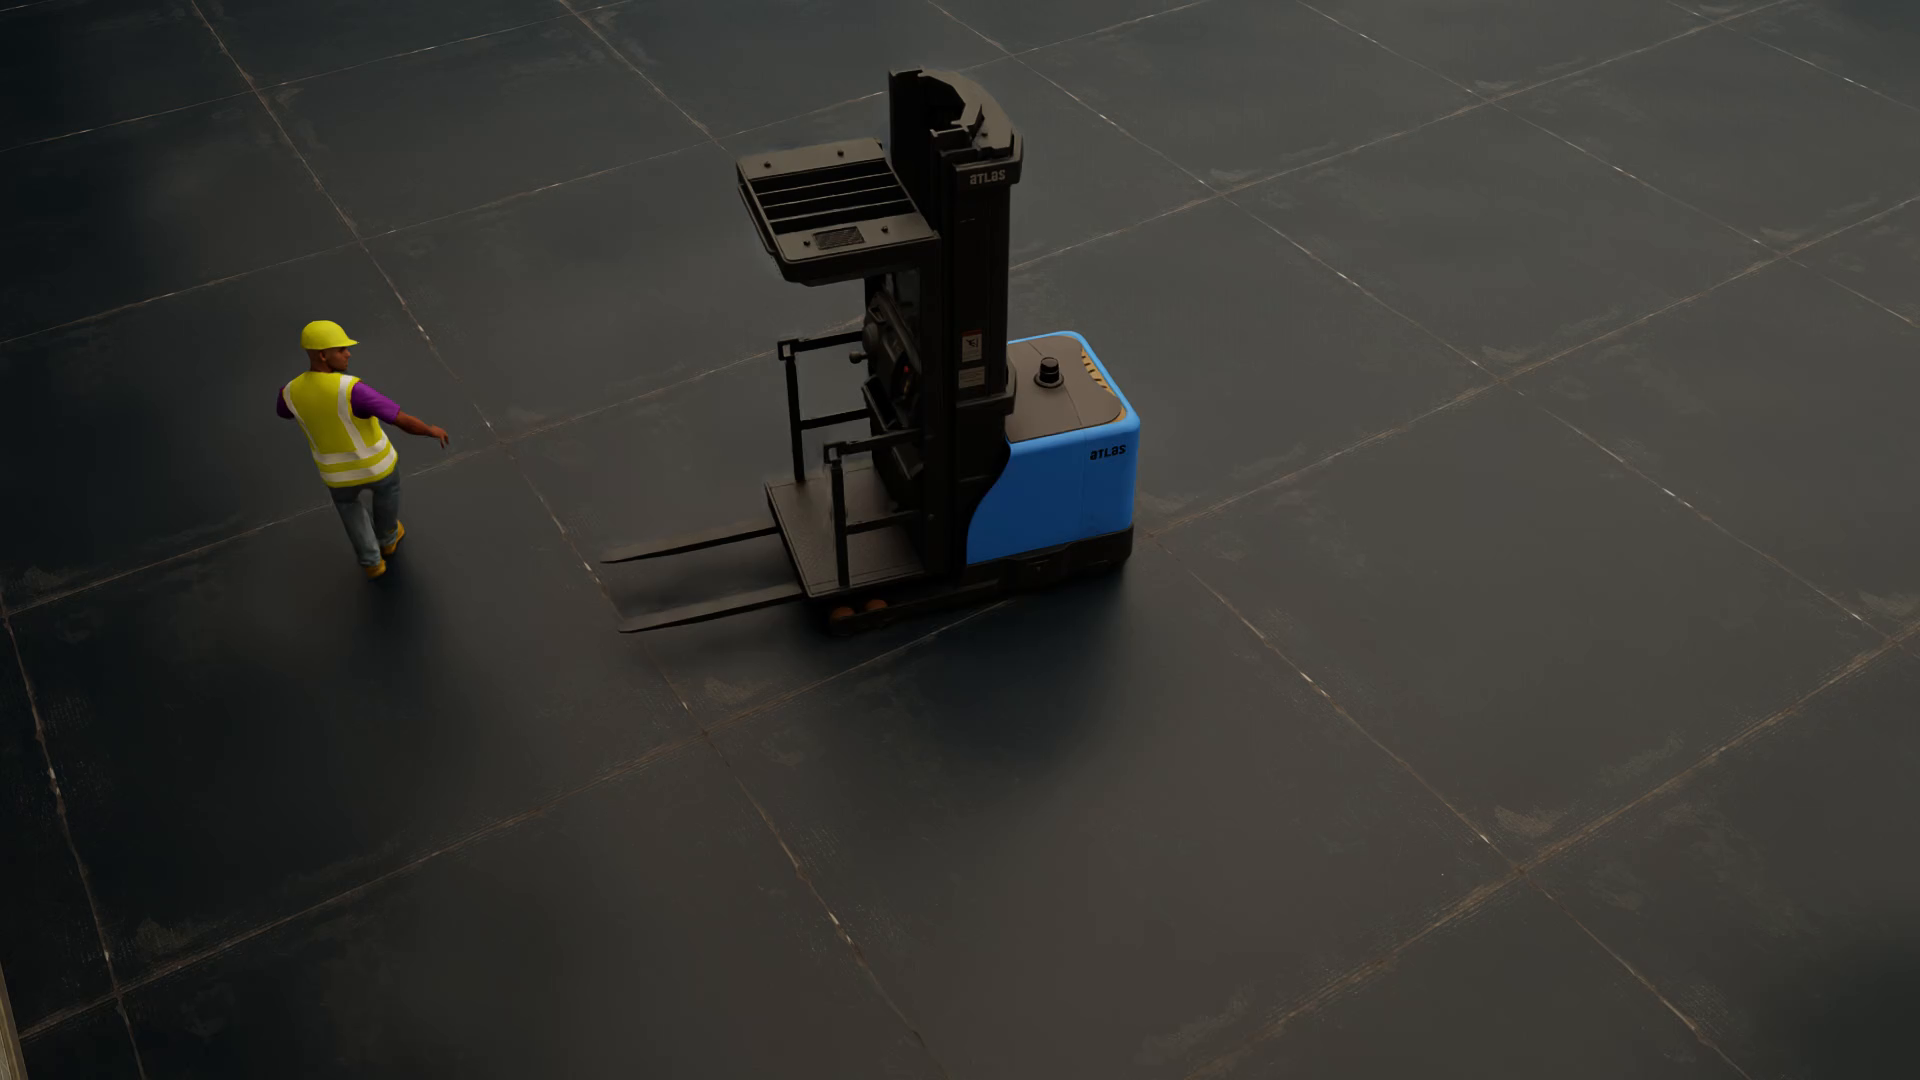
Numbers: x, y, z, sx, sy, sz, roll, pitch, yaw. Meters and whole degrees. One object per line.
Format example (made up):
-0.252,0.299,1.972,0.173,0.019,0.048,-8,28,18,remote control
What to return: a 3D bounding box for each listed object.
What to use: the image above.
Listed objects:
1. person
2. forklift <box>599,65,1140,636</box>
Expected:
-3.386,-0.570,9.505,0.918,1.632,0.833,-5,41,-5,person
-0.555,-0.952,8.960,3.031,2.935,1.130,-12,43,-14,forklift
